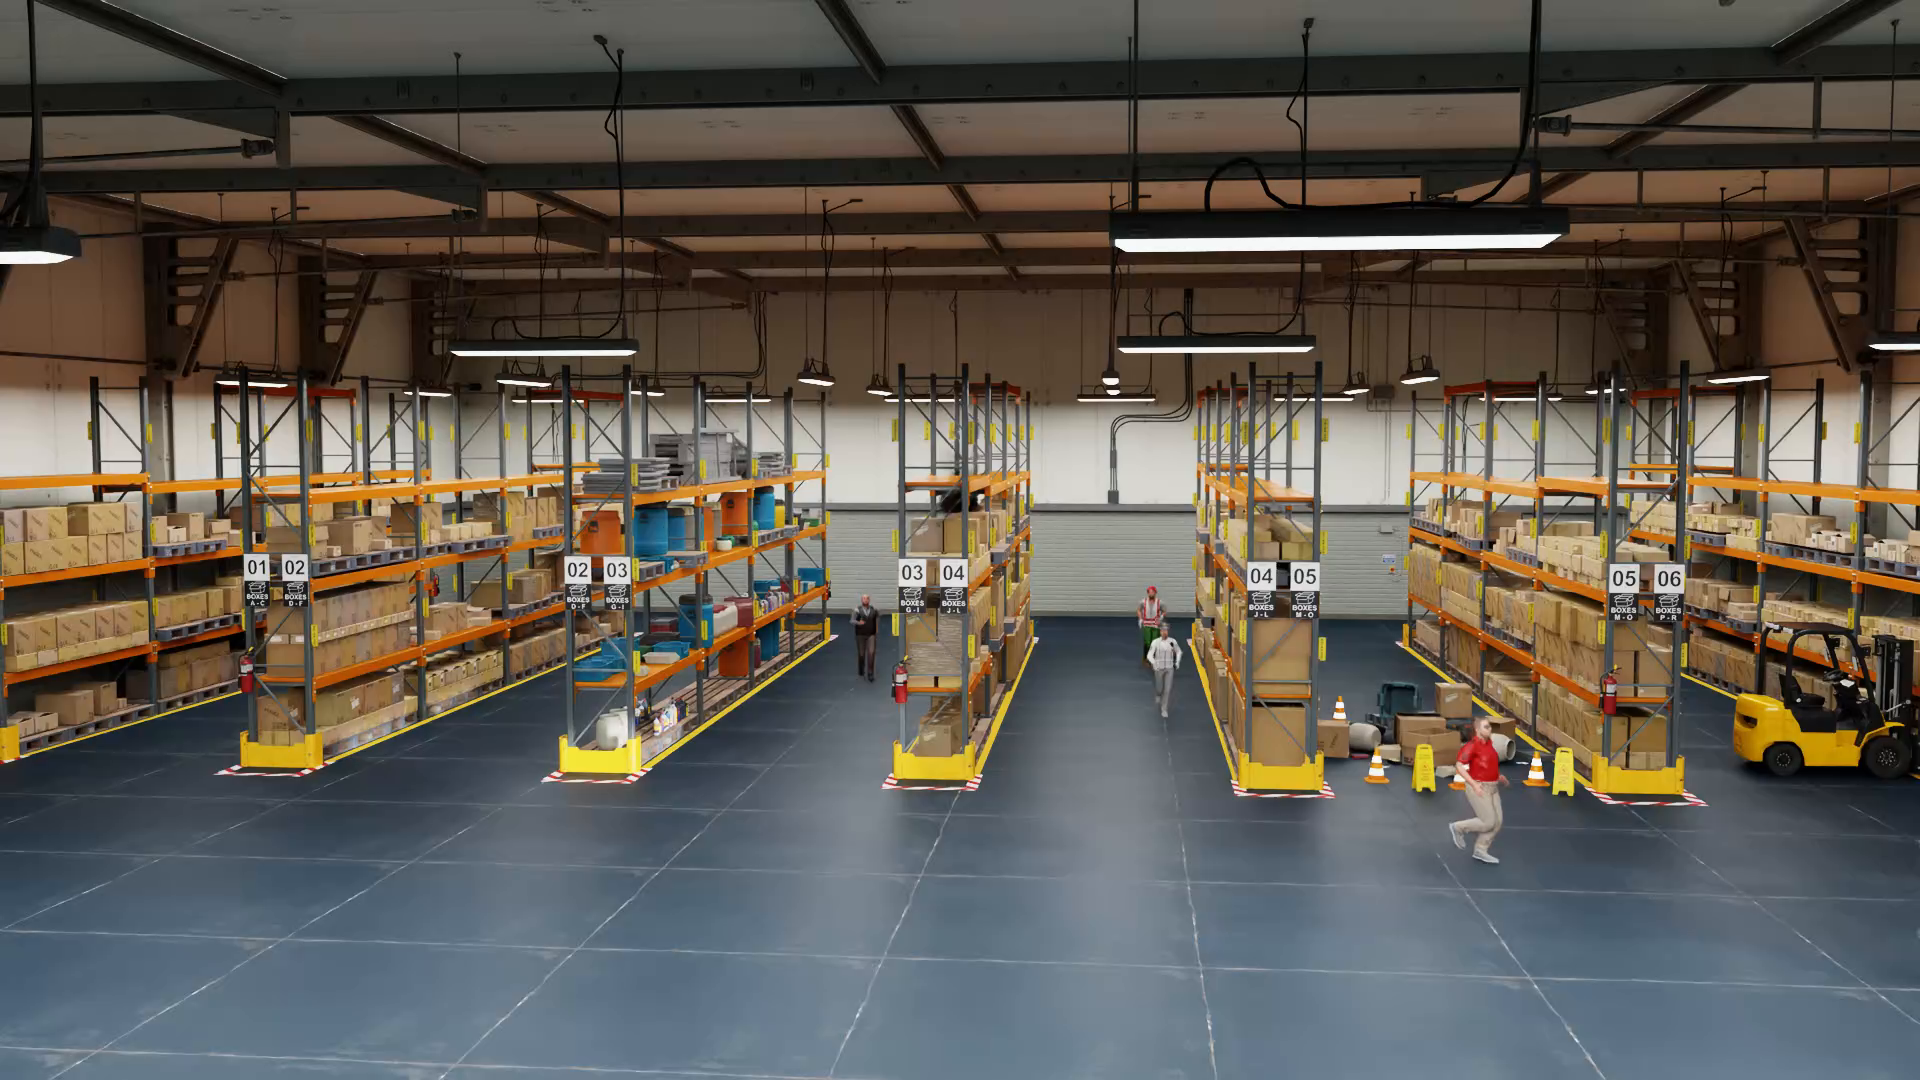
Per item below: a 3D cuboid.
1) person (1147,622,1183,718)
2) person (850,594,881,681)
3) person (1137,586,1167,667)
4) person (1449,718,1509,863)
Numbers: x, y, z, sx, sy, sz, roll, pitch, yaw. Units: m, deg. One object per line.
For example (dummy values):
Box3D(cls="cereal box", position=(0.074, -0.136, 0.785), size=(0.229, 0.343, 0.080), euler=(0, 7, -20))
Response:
Box3D(cls="person", position=(3.650, 2.285, 29.558), size=(0.633, 1.657, 0.773), euler=(0, 4, 2))
Box3D(cls="person", position=(-1.903, 1.950, 33.660), size=(0.661, 1.715, 0.906), euler=(-1, 4, -10))
Box3D(cls="person", position=(4.084, 1.851, 35.310), size=(0.631, 1.748, 0.612), euler=(0, 4, 5))
Box3D(cls="person", position=(6.085, 2.920, 19.464), size=(0.666, 1.683, 0.601), euler=(-3, 5, -43))
